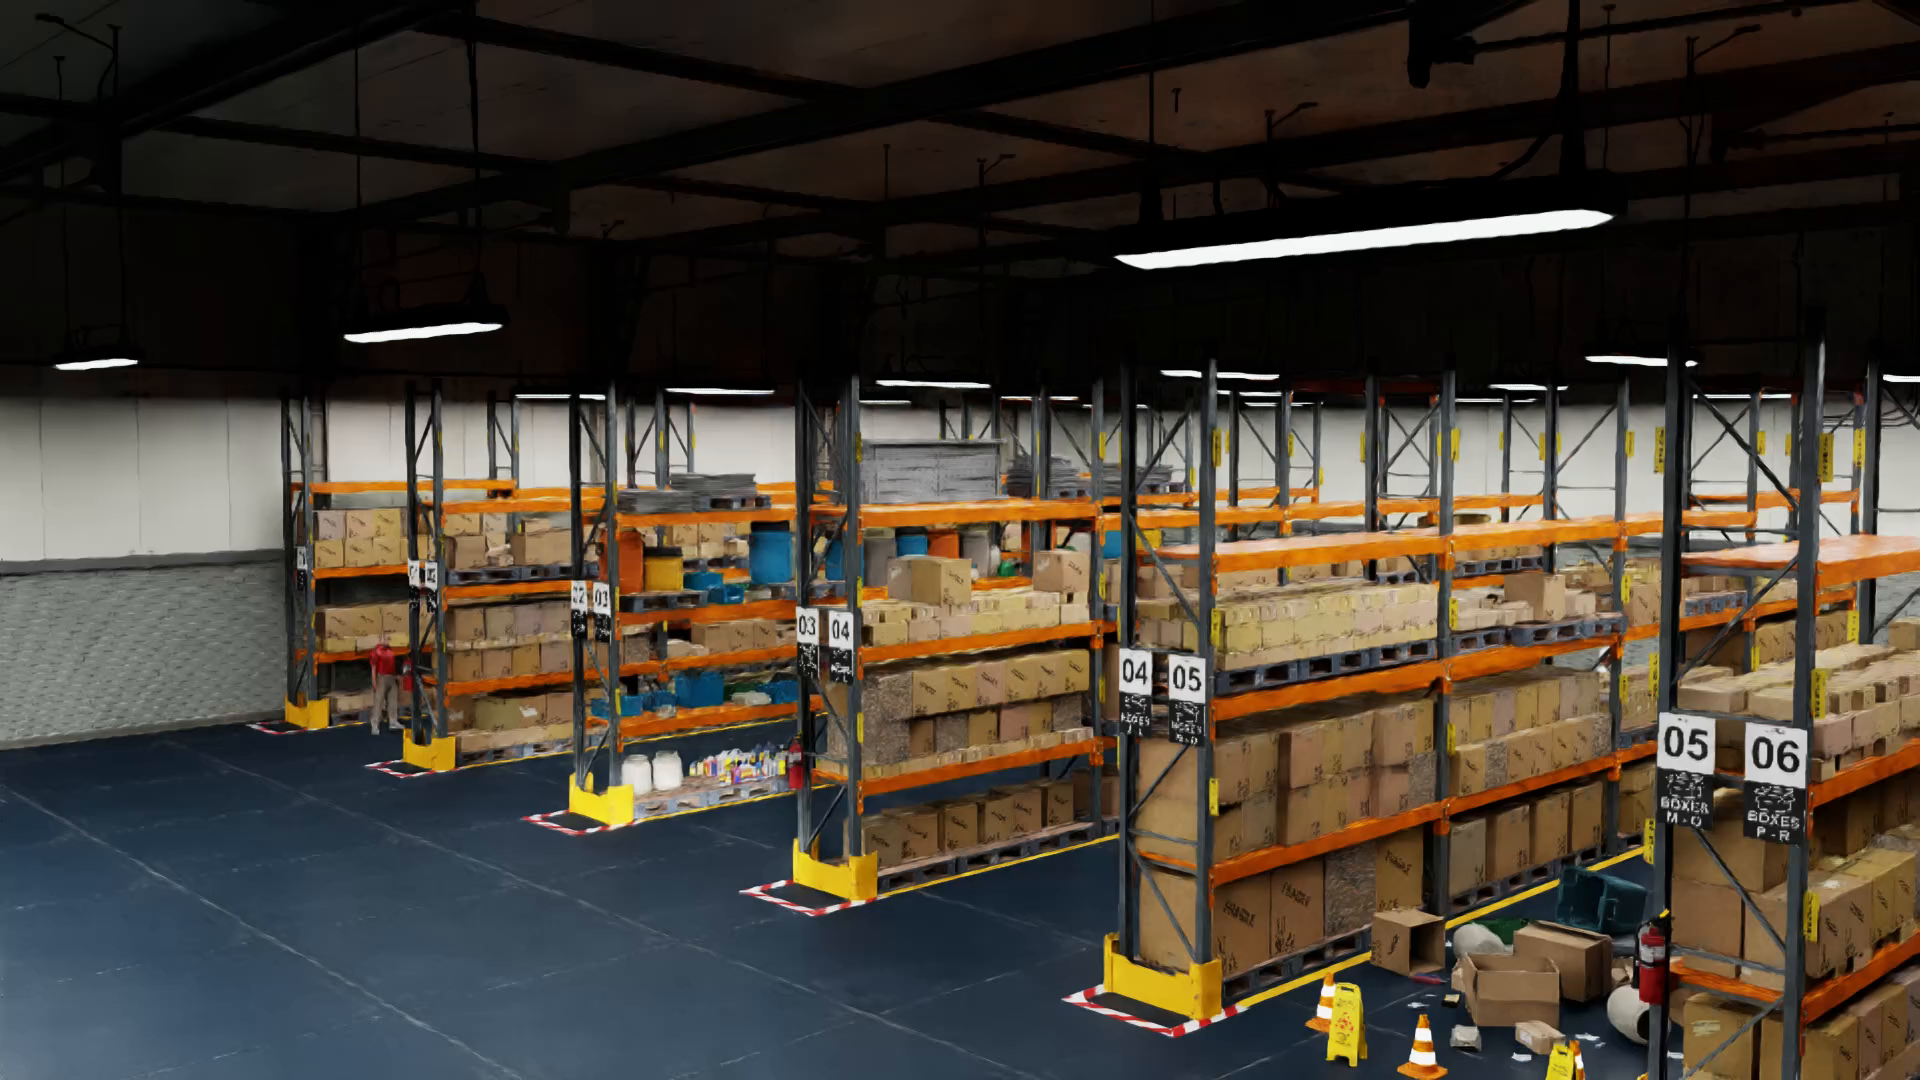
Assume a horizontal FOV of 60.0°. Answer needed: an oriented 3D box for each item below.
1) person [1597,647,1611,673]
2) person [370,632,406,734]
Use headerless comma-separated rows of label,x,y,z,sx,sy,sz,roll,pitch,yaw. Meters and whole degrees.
person,10.238,2.577,26.314,0.401,1.778,0.627,2,4,26
person,-9.920,2.448,28.757,0.476,1.738,0.627,1,4,19
